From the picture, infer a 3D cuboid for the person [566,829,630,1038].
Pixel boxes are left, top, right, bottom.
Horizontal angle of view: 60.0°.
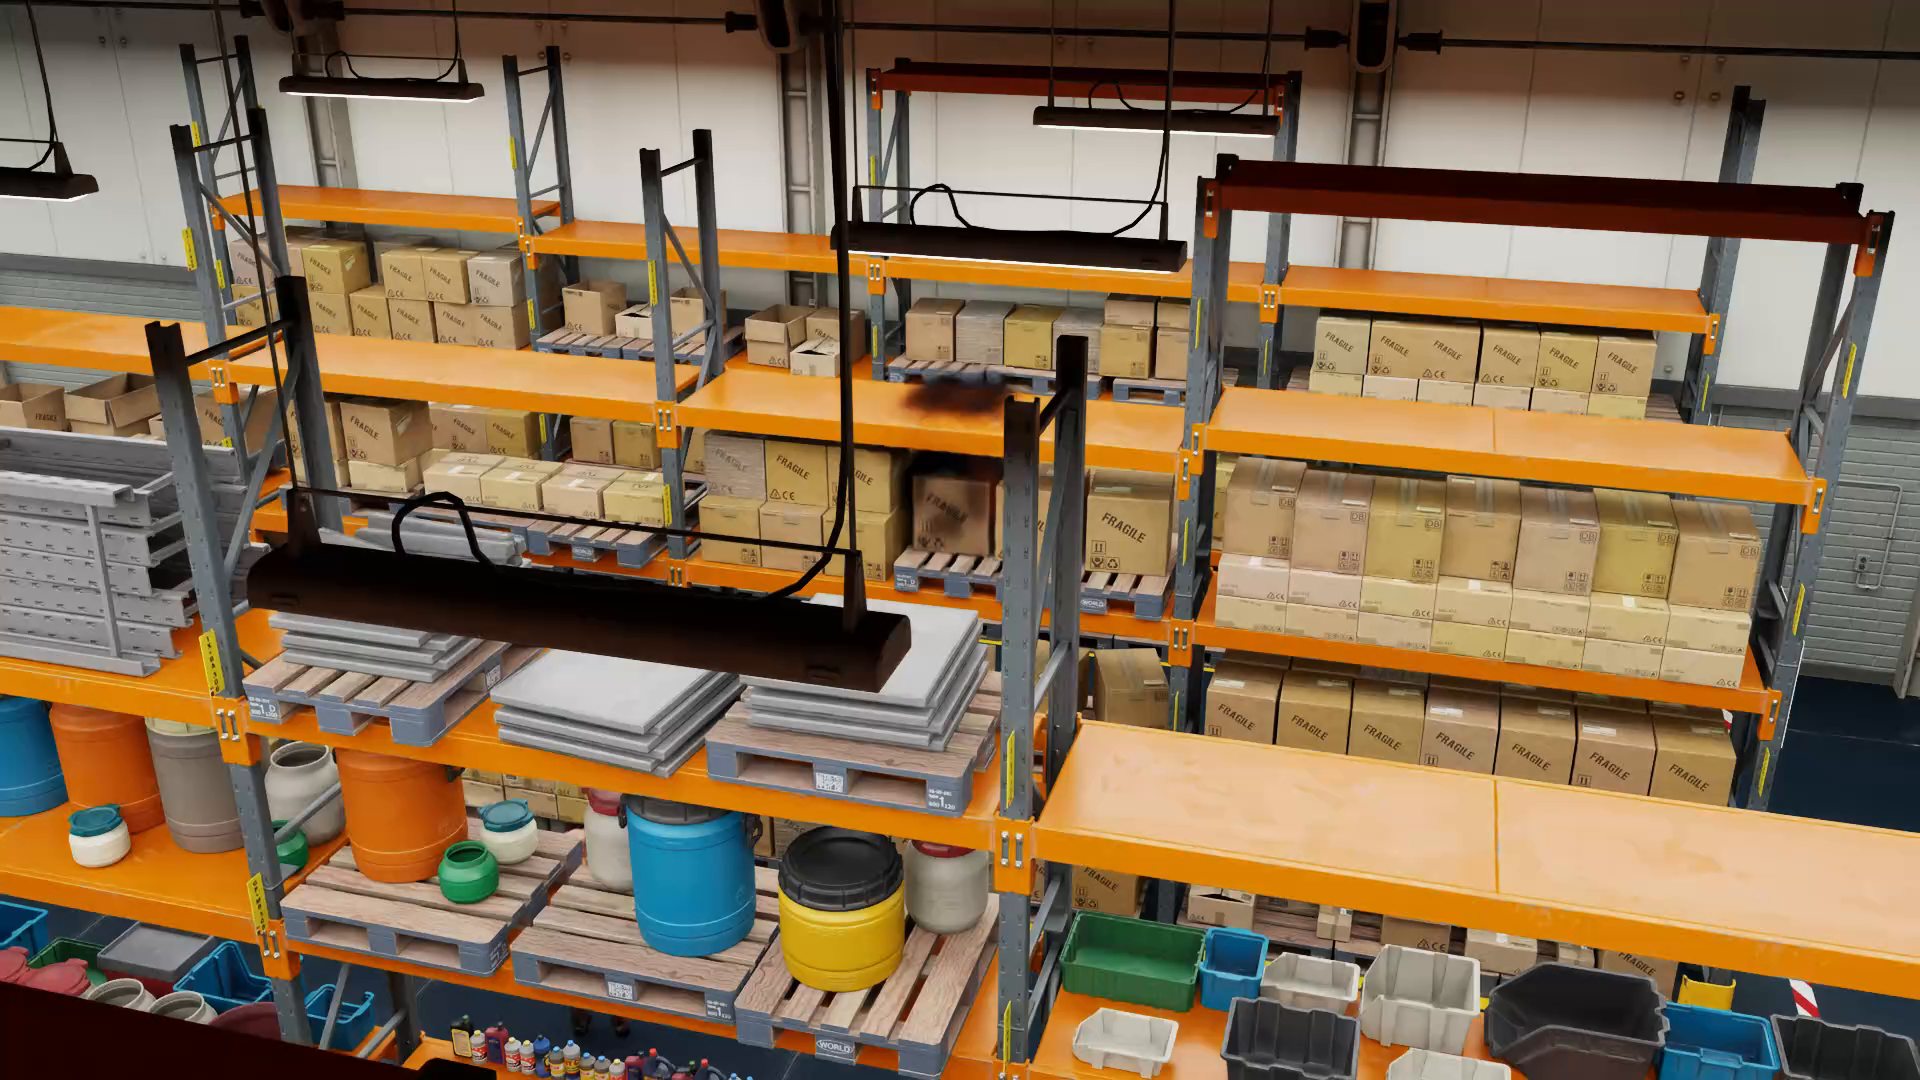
[{"bbox_3d":[-2.586,2.749,11.681,0.581,1.723,0.420,1,23,3],"label":"person"}]
